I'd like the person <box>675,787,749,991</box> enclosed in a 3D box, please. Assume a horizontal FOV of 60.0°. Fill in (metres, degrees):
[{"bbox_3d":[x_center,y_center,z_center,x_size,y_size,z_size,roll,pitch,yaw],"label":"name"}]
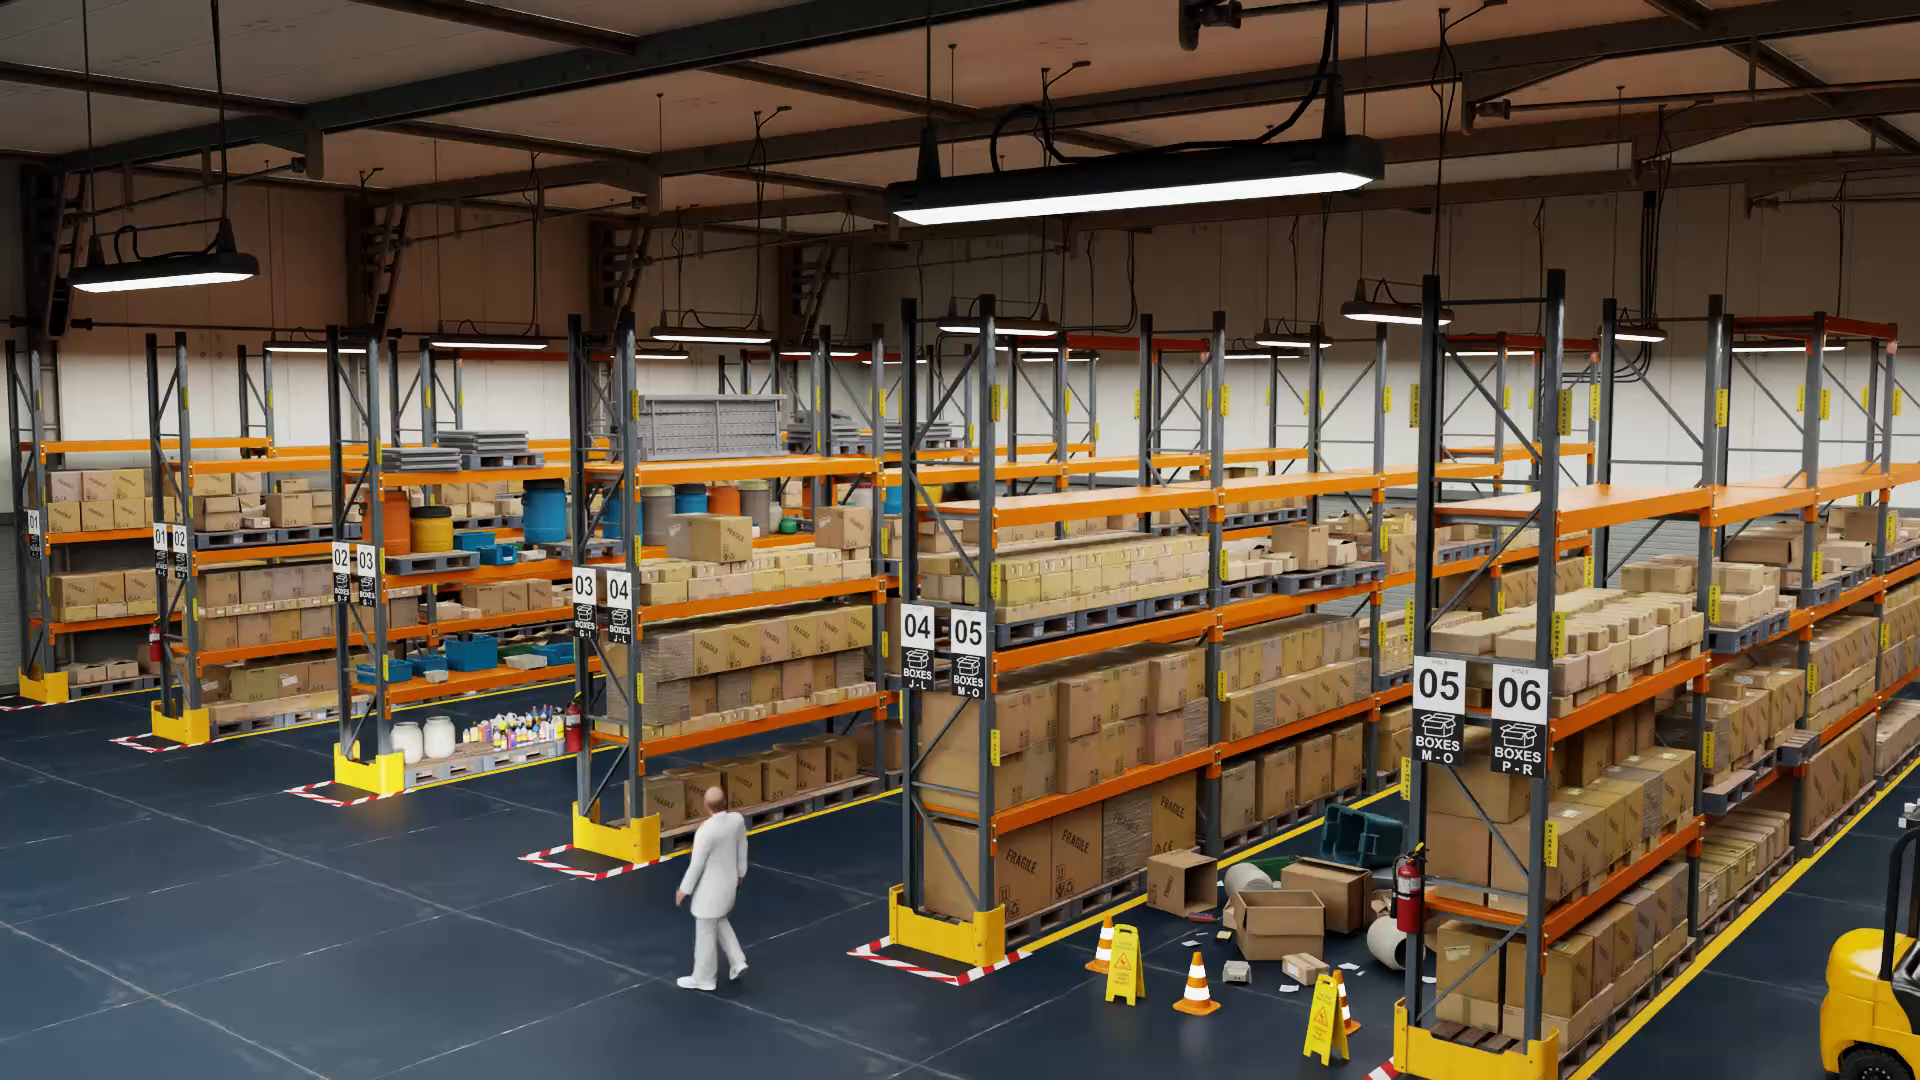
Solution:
[{"bbox_3d":[-2.160,2.995,14.368,0.546,1.798,0.649,2,6,24],"label":"person"}]
